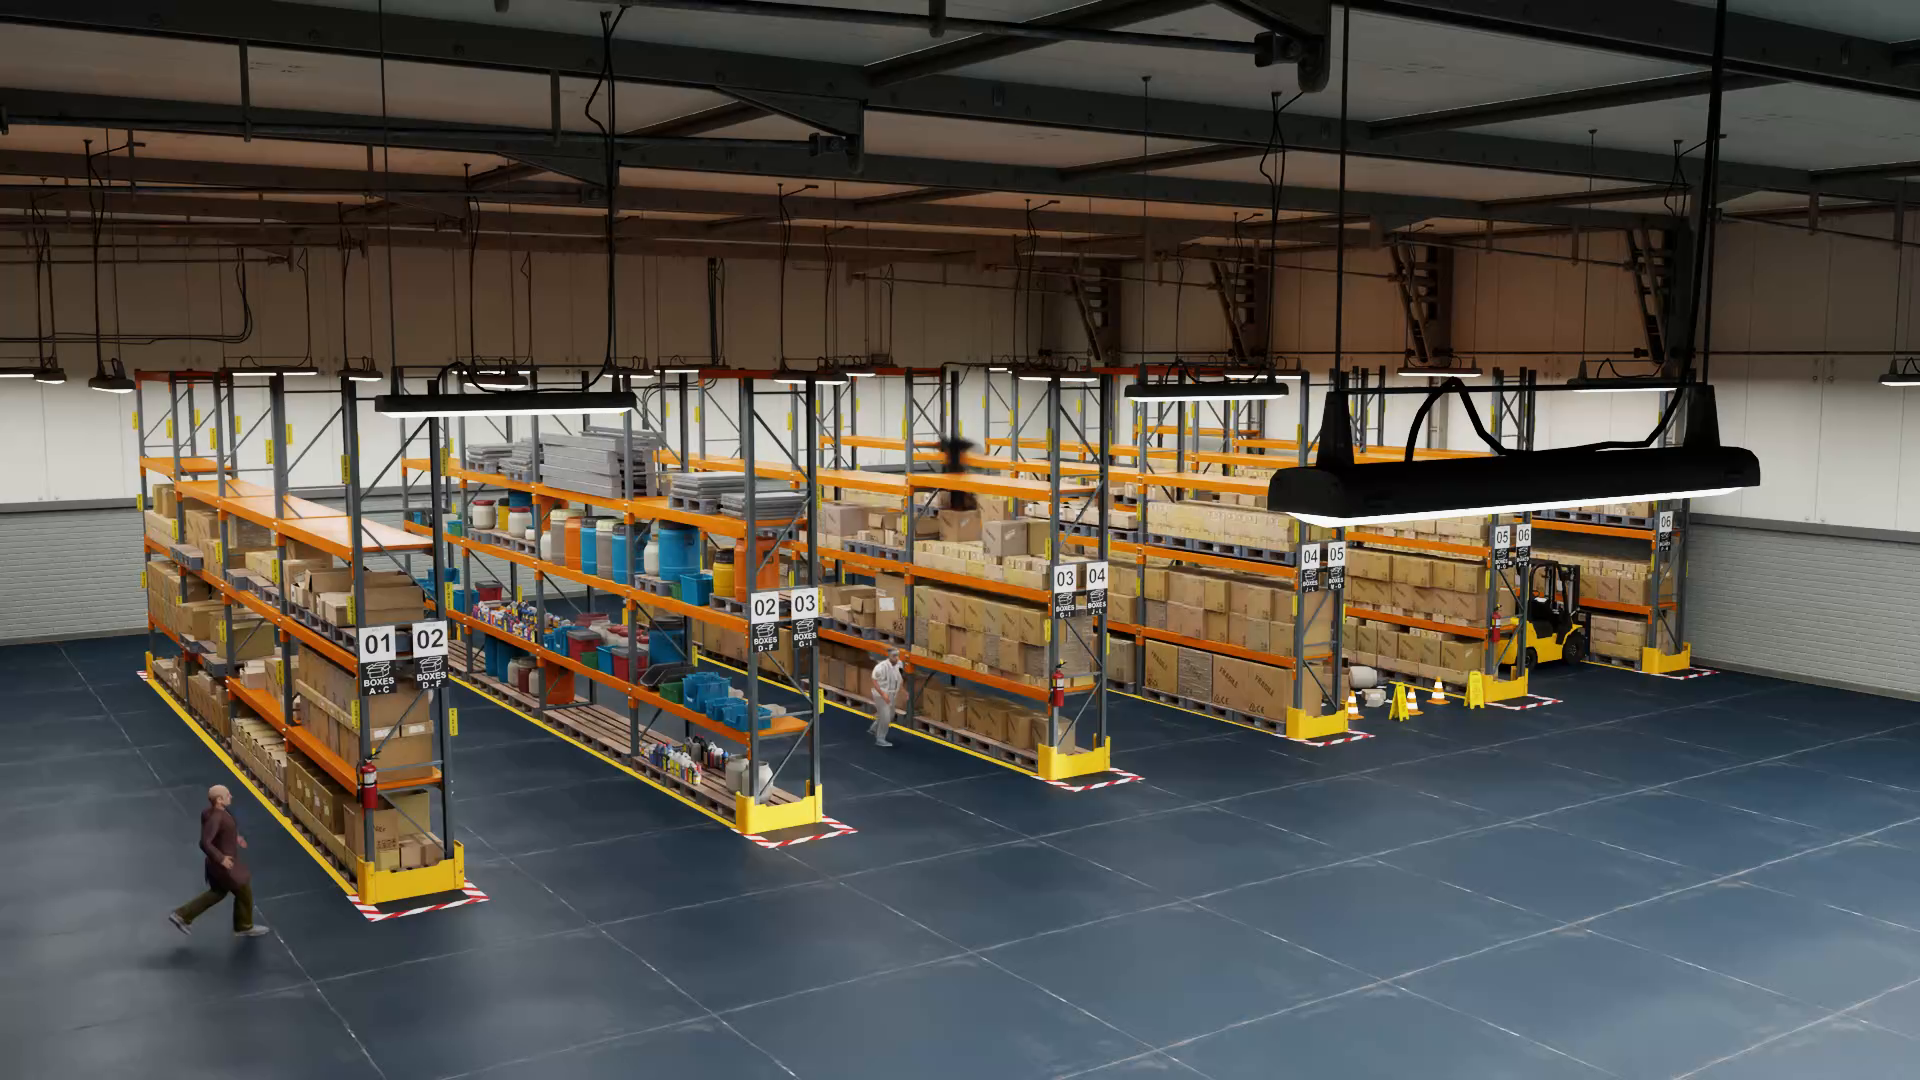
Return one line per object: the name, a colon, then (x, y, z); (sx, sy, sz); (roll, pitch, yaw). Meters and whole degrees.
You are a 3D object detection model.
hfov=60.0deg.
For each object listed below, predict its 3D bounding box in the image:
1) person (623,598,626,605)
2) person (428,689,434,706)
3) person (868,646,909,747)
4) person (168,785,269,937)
person: (-8.001, 0.874, 41.304); (0.680, 1.605, 0.694); (-4, 7, -30)
person: (-8.569, 2.683, 26.137); (0.533, 1.480, 0.915); (-5, 8, -36)
person: (-1.241, 2.485, 26.780); (0.826, 1.666, 0.672); (5, 8, 38)
person: (-7.897, 3.471, 17.730); (0.988, 1.757, 0.698); (-4, 8, -34)
